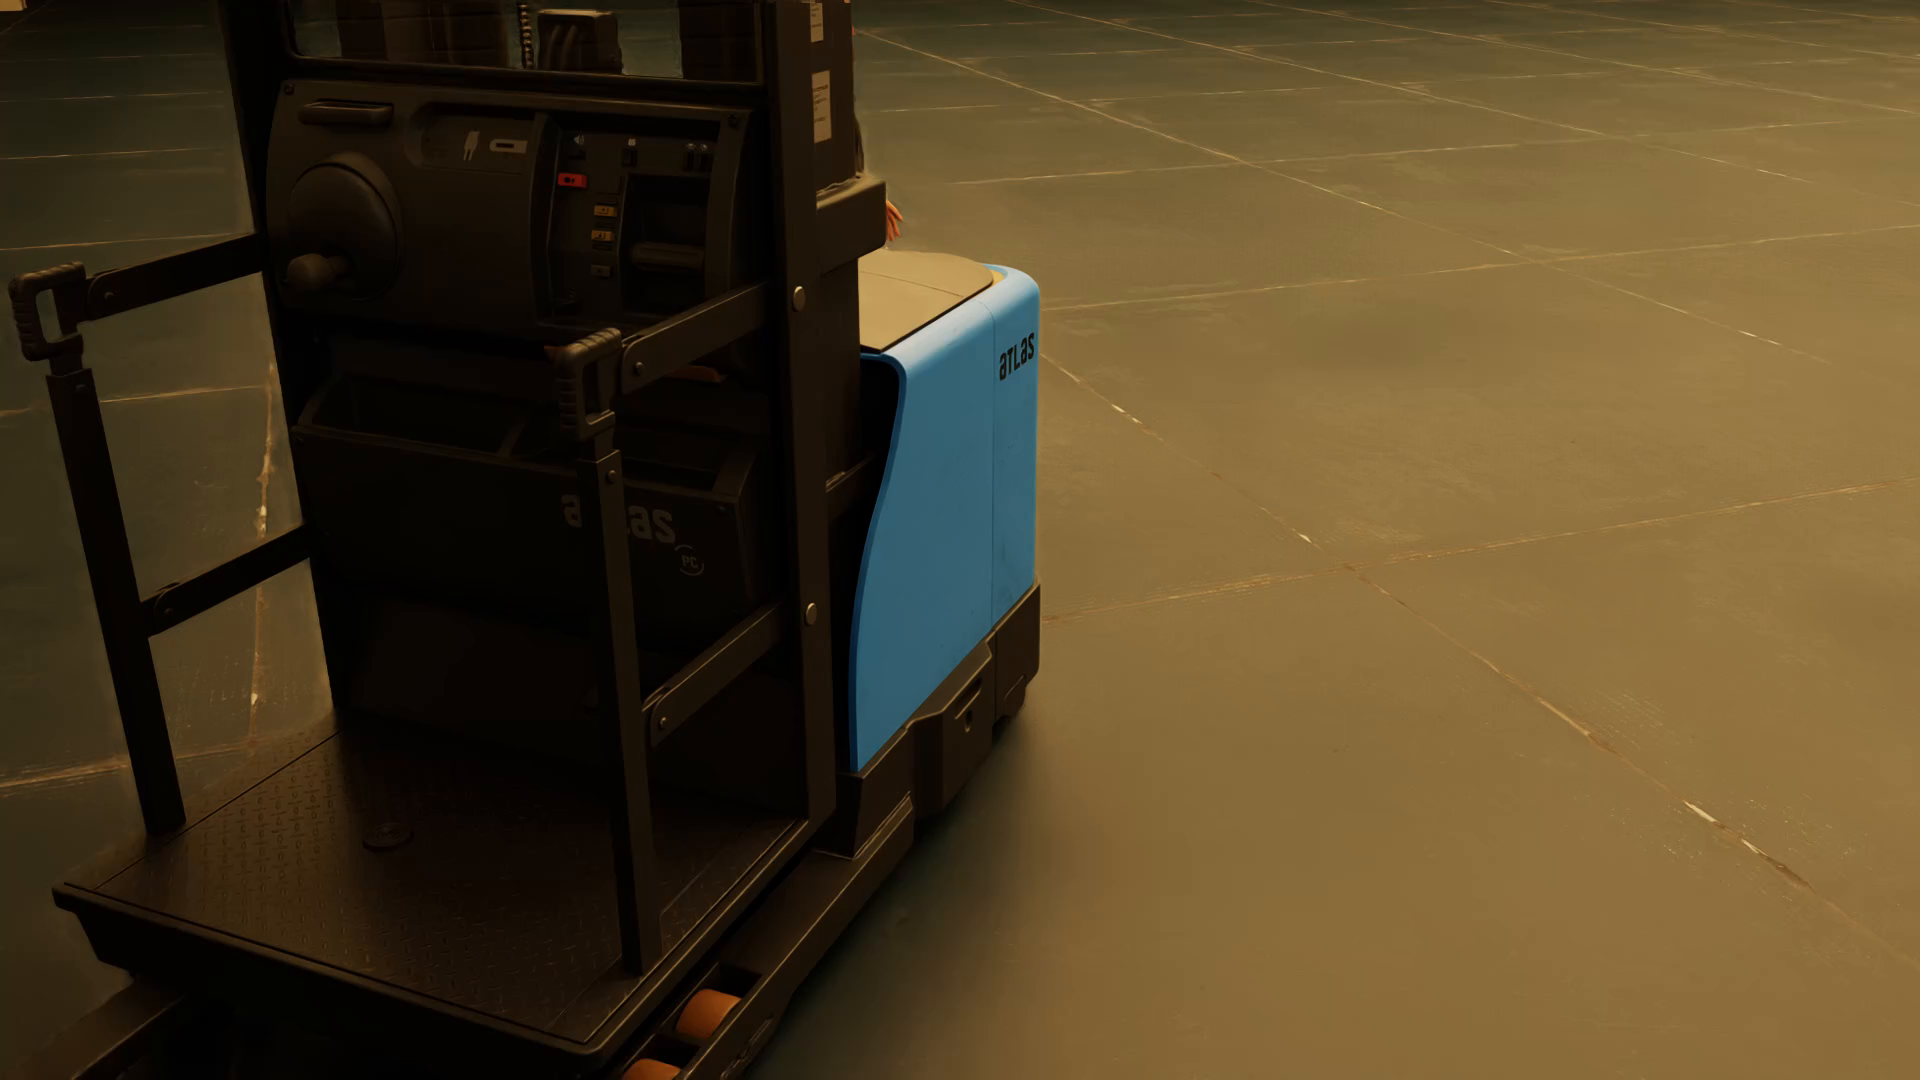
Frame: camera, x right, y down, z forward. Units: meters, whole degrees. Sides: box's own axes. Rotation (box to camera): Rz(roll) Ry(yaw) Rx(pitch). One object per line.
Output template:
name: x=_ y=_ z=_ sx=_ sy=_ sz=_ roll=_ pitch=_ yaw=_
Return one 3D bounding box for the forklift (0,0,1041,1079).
forklift: x=-0.845 y=-0.530 z=2.559 sx=1.130 sy=2.935 sz=3.031 roll=9 pitch=25 yaw=21

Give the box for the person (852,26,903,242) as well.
person: x=-0.397 y=-0.963 z=5.345 sx=0.636 sy=1.607 sz=0.927 roll=0 pitch=23 yaw=0
